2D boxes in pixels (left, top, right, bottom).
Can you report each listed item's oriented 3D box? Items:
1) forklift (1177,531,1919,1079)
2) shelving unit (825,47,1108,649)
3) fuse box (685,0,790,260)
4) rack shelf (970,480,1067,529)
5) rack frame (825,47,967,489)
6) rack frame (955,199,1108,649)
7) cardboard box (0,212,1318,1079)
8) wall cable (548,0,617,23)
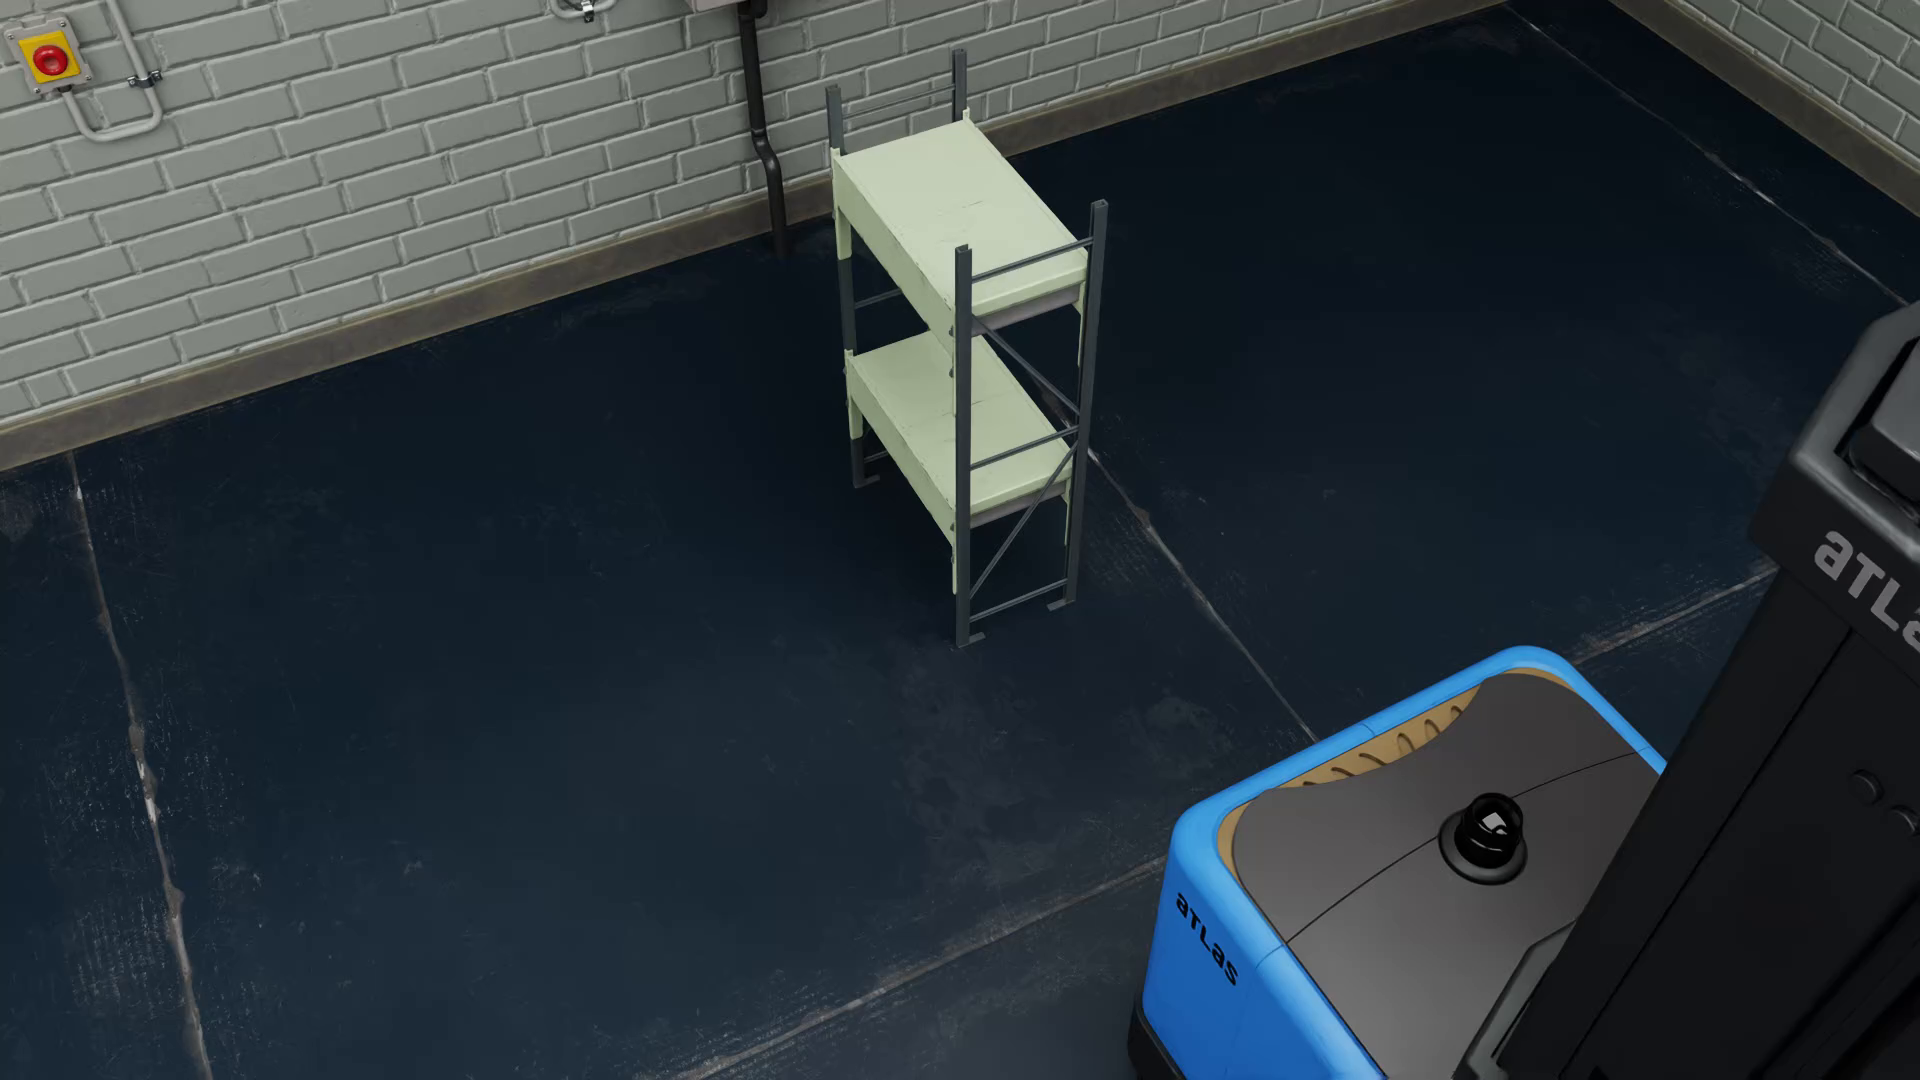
[{"bbox_3d":[1.580,1.161,2.346,1.107,2.843,2.937,-23,53,-19],"label":"forklift"},{"bbox_3d":[0.003,-0.489,4.682,0.400,1.500,0.755,-21,52,-18],"label":"shelving unit"},{"bbox_3d":[-0.623,-1.612,5.523,0.539,1.711,0.414,-21,52,-18],"label":"fuse box"},{"bbox_3d":[0.003,-0.322,4.873,0.332,0.071,0.664,-21,52,-18],"label":"rack shelf"},{"bbox_3d":[-0.164,-0.734,4.896,0.400,1.500,0.023,-21,52,-18],"label":"rack frame"},{"bbox_3d":[0.171,-0.244,4.467,0.400,1.500,0.023,-21,52,-18],"label":"rack frame"},{"bbox_3d":[0.162,3.641,1.036,6.103,1.550,13.522,-22,52,-18],"label":"cardboard box"},{"bbox_3d":[-1.302,-2.241,4.542,0.588,1.984,0.122,-21,52,-18],"label":"wall cable"}]
